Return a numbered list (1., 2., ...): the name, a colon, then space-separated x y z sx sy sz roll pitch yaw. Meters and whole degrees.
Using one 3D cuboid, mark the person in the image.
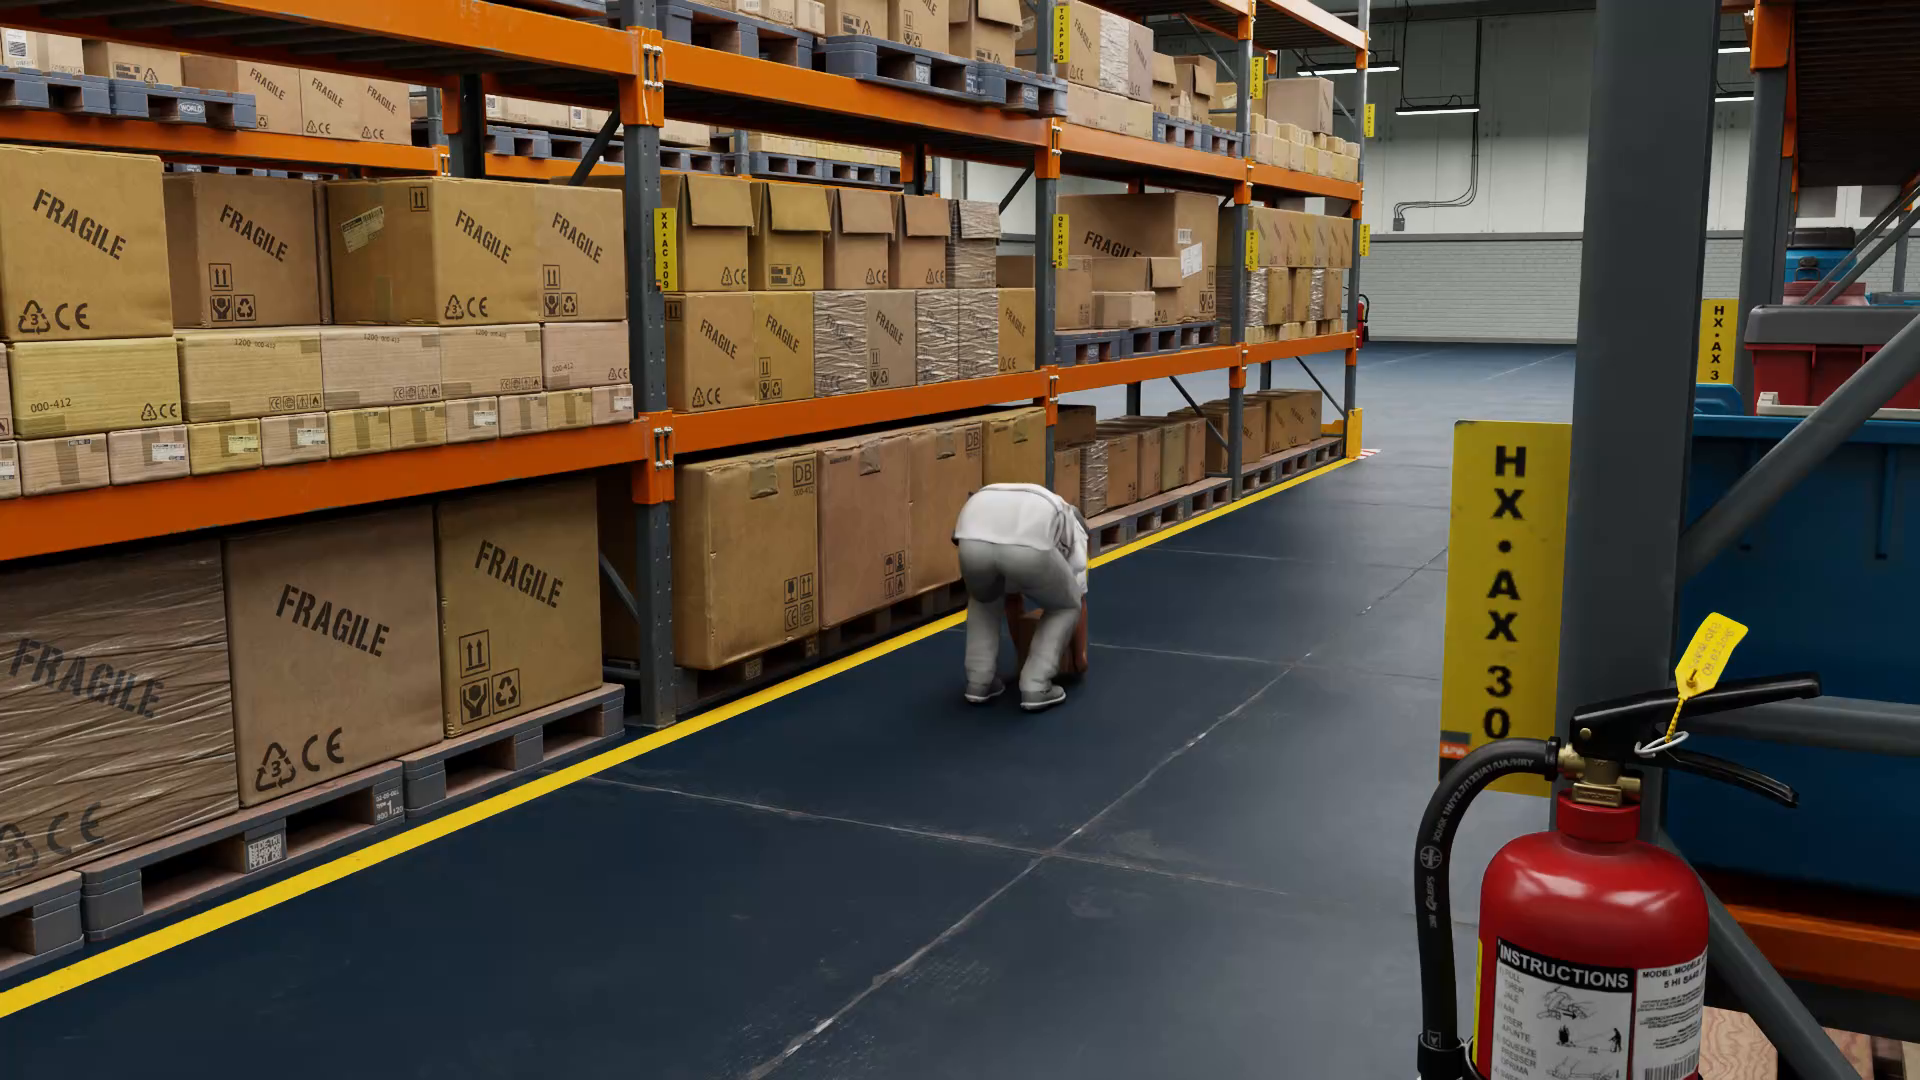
1. person: 0.312 0.208 7.497 0.537 0.981 1.024 4 10 22
